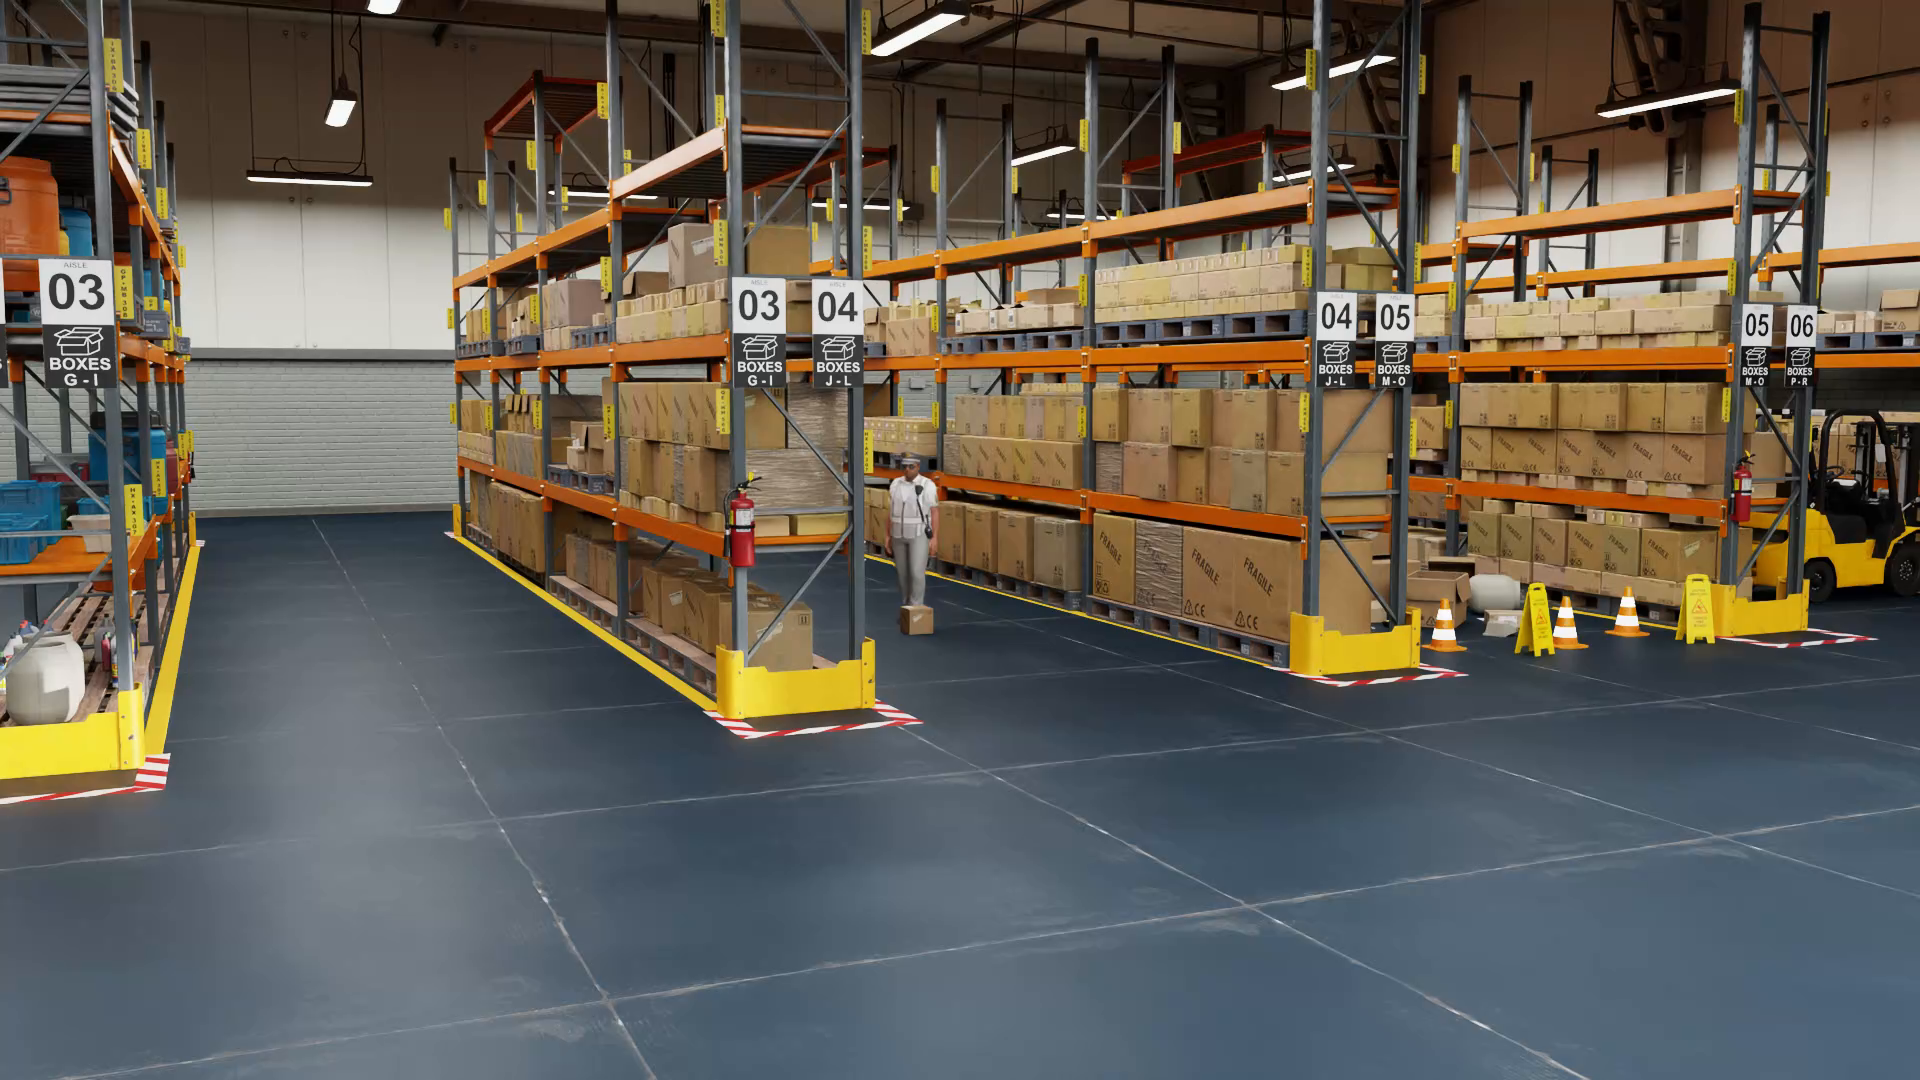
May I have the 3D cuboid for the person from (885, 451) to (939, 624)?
[{"bbox_3d":[-0.548,-0.006,16.737,0.551,1.771,0.594,2,6,25],"label":"person"}]
